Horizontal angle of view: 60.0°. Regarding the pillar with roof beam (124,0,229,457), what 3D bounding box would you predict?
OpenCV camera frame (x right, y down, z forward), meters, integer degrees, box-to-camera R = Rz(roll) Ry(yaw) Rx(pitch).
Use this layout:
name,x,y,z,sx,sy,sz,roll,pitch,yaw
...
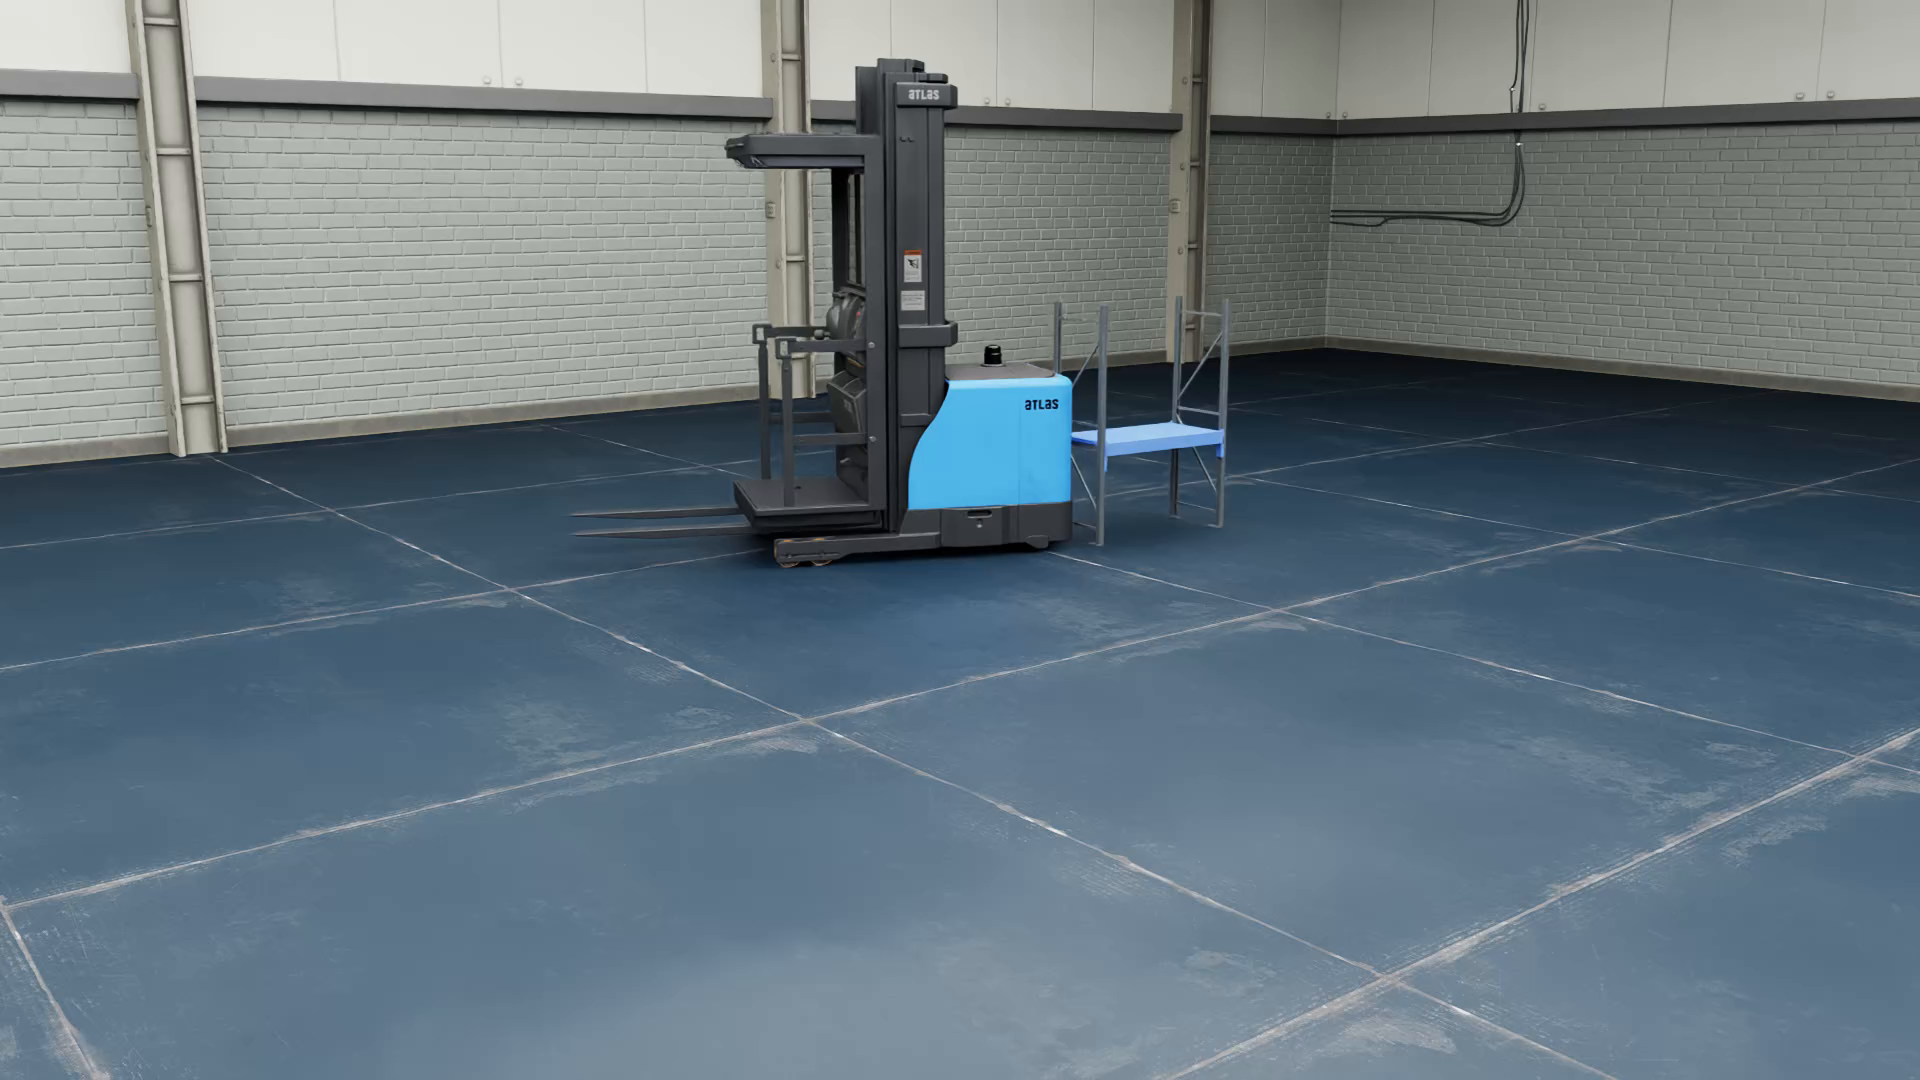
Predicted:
name,x,y,z,sx,sy,sz,roll,pitch,yaw
pillar with roof beam,-3.787,-4.452,9.929,0.400,9.000,9.100,-9,15,-38

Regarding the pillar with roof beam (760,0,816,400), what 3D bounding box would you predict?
name,x,y,z,sx,sy,sz,roll,pitch,yaw
pillar with roof beam,0.898,-5.230,13.595,0.400,9.000,9.100,-9,15,-38

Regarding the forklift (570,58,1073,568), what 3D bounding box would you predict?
name,x,y,z,sx,sy,sz,roll,pitch,yaw
forklift,-0.874,-1.392,10.126,3.031,2.935,1.130,-3,12,-14

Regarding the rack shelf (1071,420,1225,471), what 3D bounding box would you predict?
name,x,y,z,sx,sy,sz,roll,pitch,yaw
rack shelf,1.168,-0.618,10.796,1.000,0.185,0.538,-8,14,-33

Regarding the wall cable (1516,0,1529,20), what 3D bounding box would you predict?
name,x,y,z,sx,sy,sz,roll,pitch,yaw
wall cable,7.710,-7.388,19.072,0.112,2.526,3.097,-9,15,-38

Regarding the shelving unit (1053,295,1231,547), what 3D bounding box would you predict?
name,x,y,z,sx,sy,sz,roll,pitch,yaw
shelving unit,1.168,-0.794,10.759,1.048,1.500,0.538,-8,14,-33

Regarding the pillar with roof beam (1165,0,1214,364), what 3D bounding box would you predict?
name,x,y,z,sx,sy,sz,roll,pitch,yaw
pillar with roof beam,5.583,-6.009,17.262,0.400,9.000,9.100,-9,15,-38

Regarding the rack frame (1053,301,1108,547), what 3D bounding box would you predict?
name,x,y,z,sx,sy,sz,roll,pitch,yaw
rack frame,0.748,-0.735,10.479,0.032,1.500,0.500,-8,14,-33

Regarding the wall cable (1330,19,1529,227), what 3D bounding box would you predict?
name,x,y,z,sx,sy,sz,roll,pitch,yaw
wall cable,6.020,-5.356,21.663,0.112,2.526,3.097,-9,15,-38

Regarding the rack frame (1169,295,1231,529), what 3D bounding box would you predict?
name,x,y,z,sx,sy,sz,roll,pitch,yaw
rack frame,1.588,-0.854,11.039,0.032,1.500,0.500,-8,14,-33
